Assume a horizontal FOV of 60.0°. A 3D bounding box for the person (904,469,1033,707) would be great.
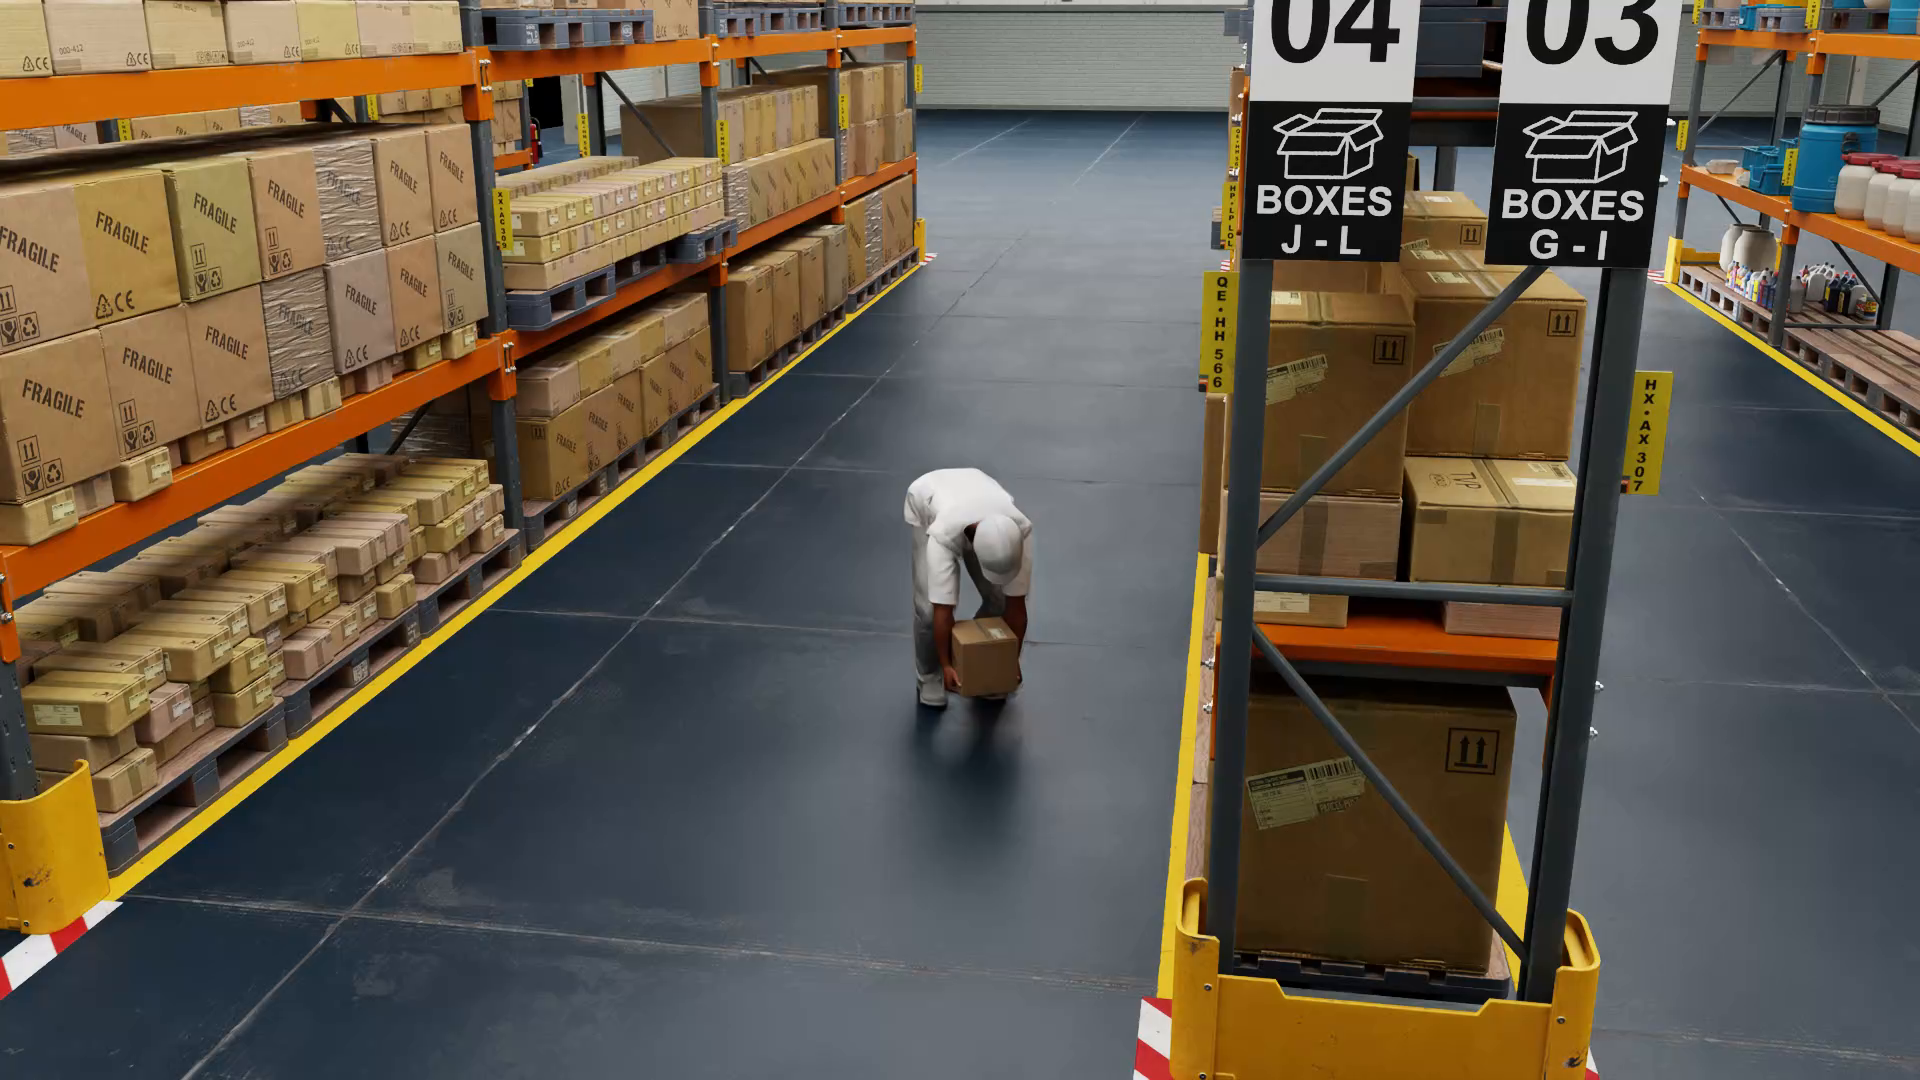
[{"bbox_3d":[0.058,0.265,7.313,0.480,1.075,0.982,-6,19,-17],"label":"person"}]
